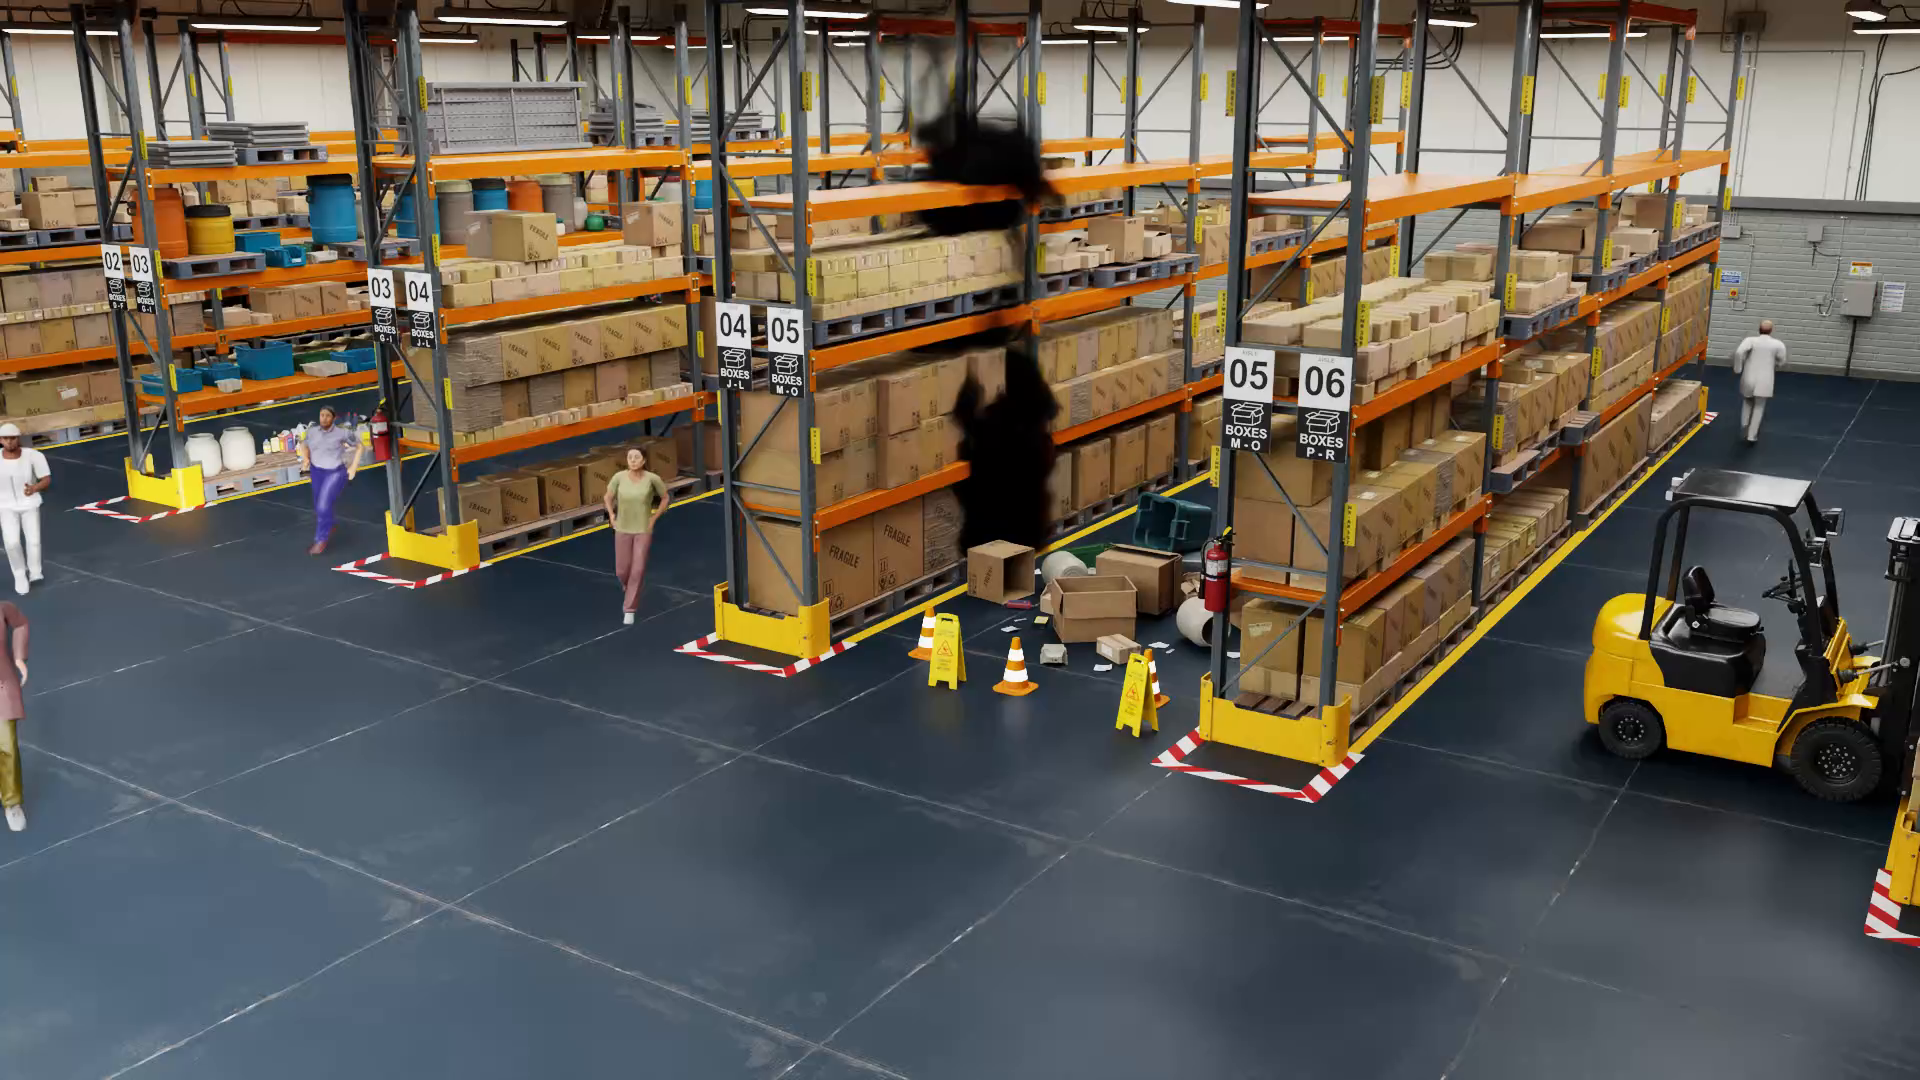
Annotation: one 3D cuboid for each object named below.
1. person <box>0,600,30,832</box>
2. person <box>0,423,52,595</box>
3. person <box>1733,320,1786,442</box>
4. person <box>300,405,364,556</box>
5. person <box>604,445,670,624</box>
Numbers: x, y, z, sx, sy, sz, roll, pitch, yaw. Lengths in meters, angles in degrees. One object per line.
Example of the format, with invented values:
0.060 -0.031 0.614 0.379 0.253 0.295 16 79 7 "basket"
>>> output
-6.990 1.200 11.921 0.687 1.621 0.935 -8 17 -26 "person"
-9.687 -0.322 17.114 0.671 1.787 0.809 -8 18 -28 "person"
11.596 -2.293 24.181 0.668 1.807 0.878 9 18 28 "person"
-7.105 -0.689 18.724 0.697 1.682 0.769 4 16 13 "person"
-2.986 -0.084 15.427 0.599 1.648 0.613 -1 16 -2 "person"
